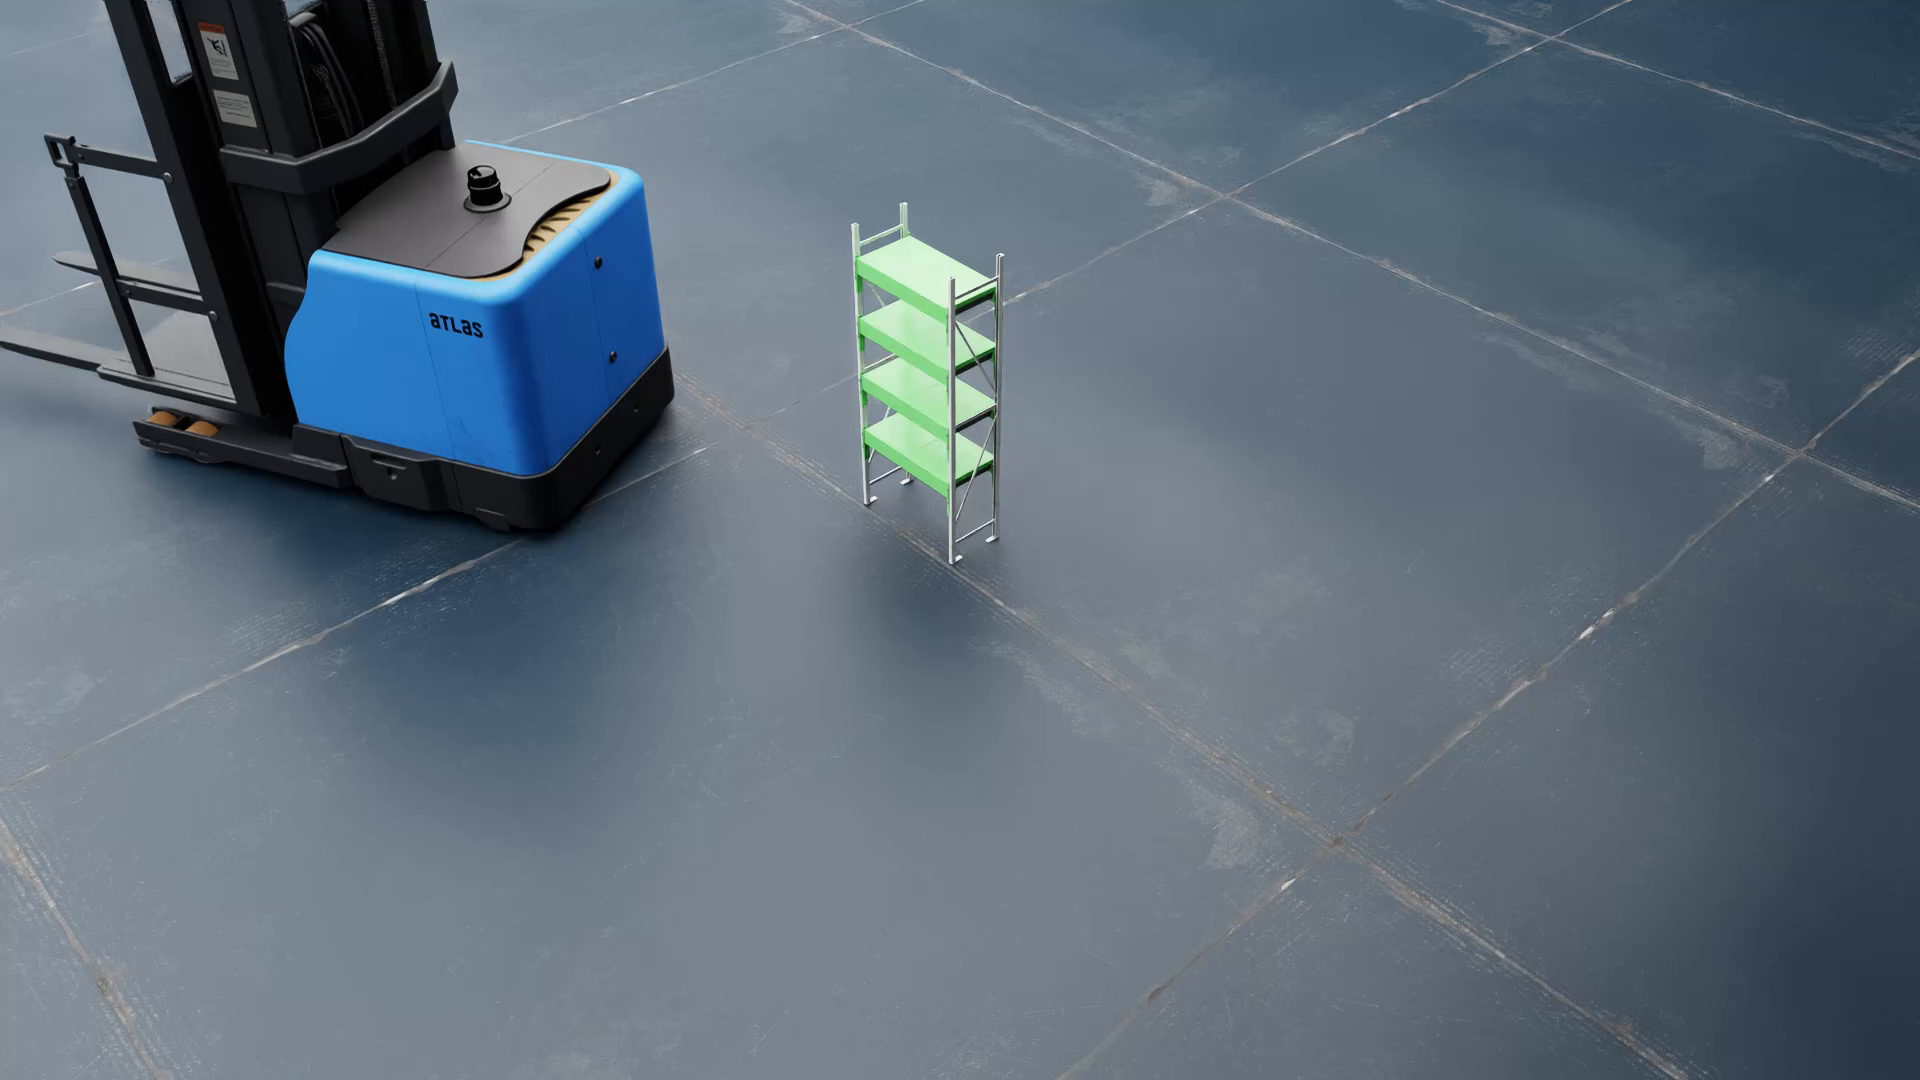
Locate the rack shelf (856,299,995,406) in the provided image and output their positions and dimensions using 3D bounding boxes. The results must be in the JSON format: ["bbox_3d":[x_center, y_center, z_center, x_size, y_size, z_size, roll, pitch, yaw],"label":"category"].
[{"bbox_3d":[-0.112,-0.680,5.857,0.258,0.148,0.480,-30,48,-32],"label":"rack shelf"}]

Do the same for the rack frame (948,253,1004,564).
[{"bbox_3d":[0.053,-0.430,5.828,0.240,1.200,0.015,-30,48,-32],"label":"rack frame"}]

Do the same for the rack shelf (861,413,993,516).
[{"bbox_3d":[-0.112,-0.307,6.159,0.258,0.148,0.480,-30,48,-32],"label":"rack shelf"}]

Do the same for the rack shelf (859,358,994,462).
[{"bbox_3d":[-0.112,-0.494,6.008,0.258,0.148,0.480,-30,48,-32],"label":"rack shelf"}]

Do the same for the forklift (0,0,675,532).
[{"bbox_3d":[-2.752,-1.742,6.074,3.031,2.935,1.130,13,41,16],"label":"forklift"}]

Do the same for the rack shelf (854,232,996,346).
[{"bbox_3d":[-0.112,-0.867,5.706,0.258,0.148,0.480,-30,48,-32],"label":"rack shelf"}]

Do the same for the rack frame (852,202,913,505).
[{"bbox_3d":[-0.277,-0.656,6.108,0.240,1.200,0.015,-30,48,-32],"label":"rack frame"}]

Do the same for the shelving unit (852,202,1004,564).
[{"bbox_3d":[-0.112,-0.543,5.968,0.258,1.200,0.503,-30,48,-32],"label":"shelving unit"}]
